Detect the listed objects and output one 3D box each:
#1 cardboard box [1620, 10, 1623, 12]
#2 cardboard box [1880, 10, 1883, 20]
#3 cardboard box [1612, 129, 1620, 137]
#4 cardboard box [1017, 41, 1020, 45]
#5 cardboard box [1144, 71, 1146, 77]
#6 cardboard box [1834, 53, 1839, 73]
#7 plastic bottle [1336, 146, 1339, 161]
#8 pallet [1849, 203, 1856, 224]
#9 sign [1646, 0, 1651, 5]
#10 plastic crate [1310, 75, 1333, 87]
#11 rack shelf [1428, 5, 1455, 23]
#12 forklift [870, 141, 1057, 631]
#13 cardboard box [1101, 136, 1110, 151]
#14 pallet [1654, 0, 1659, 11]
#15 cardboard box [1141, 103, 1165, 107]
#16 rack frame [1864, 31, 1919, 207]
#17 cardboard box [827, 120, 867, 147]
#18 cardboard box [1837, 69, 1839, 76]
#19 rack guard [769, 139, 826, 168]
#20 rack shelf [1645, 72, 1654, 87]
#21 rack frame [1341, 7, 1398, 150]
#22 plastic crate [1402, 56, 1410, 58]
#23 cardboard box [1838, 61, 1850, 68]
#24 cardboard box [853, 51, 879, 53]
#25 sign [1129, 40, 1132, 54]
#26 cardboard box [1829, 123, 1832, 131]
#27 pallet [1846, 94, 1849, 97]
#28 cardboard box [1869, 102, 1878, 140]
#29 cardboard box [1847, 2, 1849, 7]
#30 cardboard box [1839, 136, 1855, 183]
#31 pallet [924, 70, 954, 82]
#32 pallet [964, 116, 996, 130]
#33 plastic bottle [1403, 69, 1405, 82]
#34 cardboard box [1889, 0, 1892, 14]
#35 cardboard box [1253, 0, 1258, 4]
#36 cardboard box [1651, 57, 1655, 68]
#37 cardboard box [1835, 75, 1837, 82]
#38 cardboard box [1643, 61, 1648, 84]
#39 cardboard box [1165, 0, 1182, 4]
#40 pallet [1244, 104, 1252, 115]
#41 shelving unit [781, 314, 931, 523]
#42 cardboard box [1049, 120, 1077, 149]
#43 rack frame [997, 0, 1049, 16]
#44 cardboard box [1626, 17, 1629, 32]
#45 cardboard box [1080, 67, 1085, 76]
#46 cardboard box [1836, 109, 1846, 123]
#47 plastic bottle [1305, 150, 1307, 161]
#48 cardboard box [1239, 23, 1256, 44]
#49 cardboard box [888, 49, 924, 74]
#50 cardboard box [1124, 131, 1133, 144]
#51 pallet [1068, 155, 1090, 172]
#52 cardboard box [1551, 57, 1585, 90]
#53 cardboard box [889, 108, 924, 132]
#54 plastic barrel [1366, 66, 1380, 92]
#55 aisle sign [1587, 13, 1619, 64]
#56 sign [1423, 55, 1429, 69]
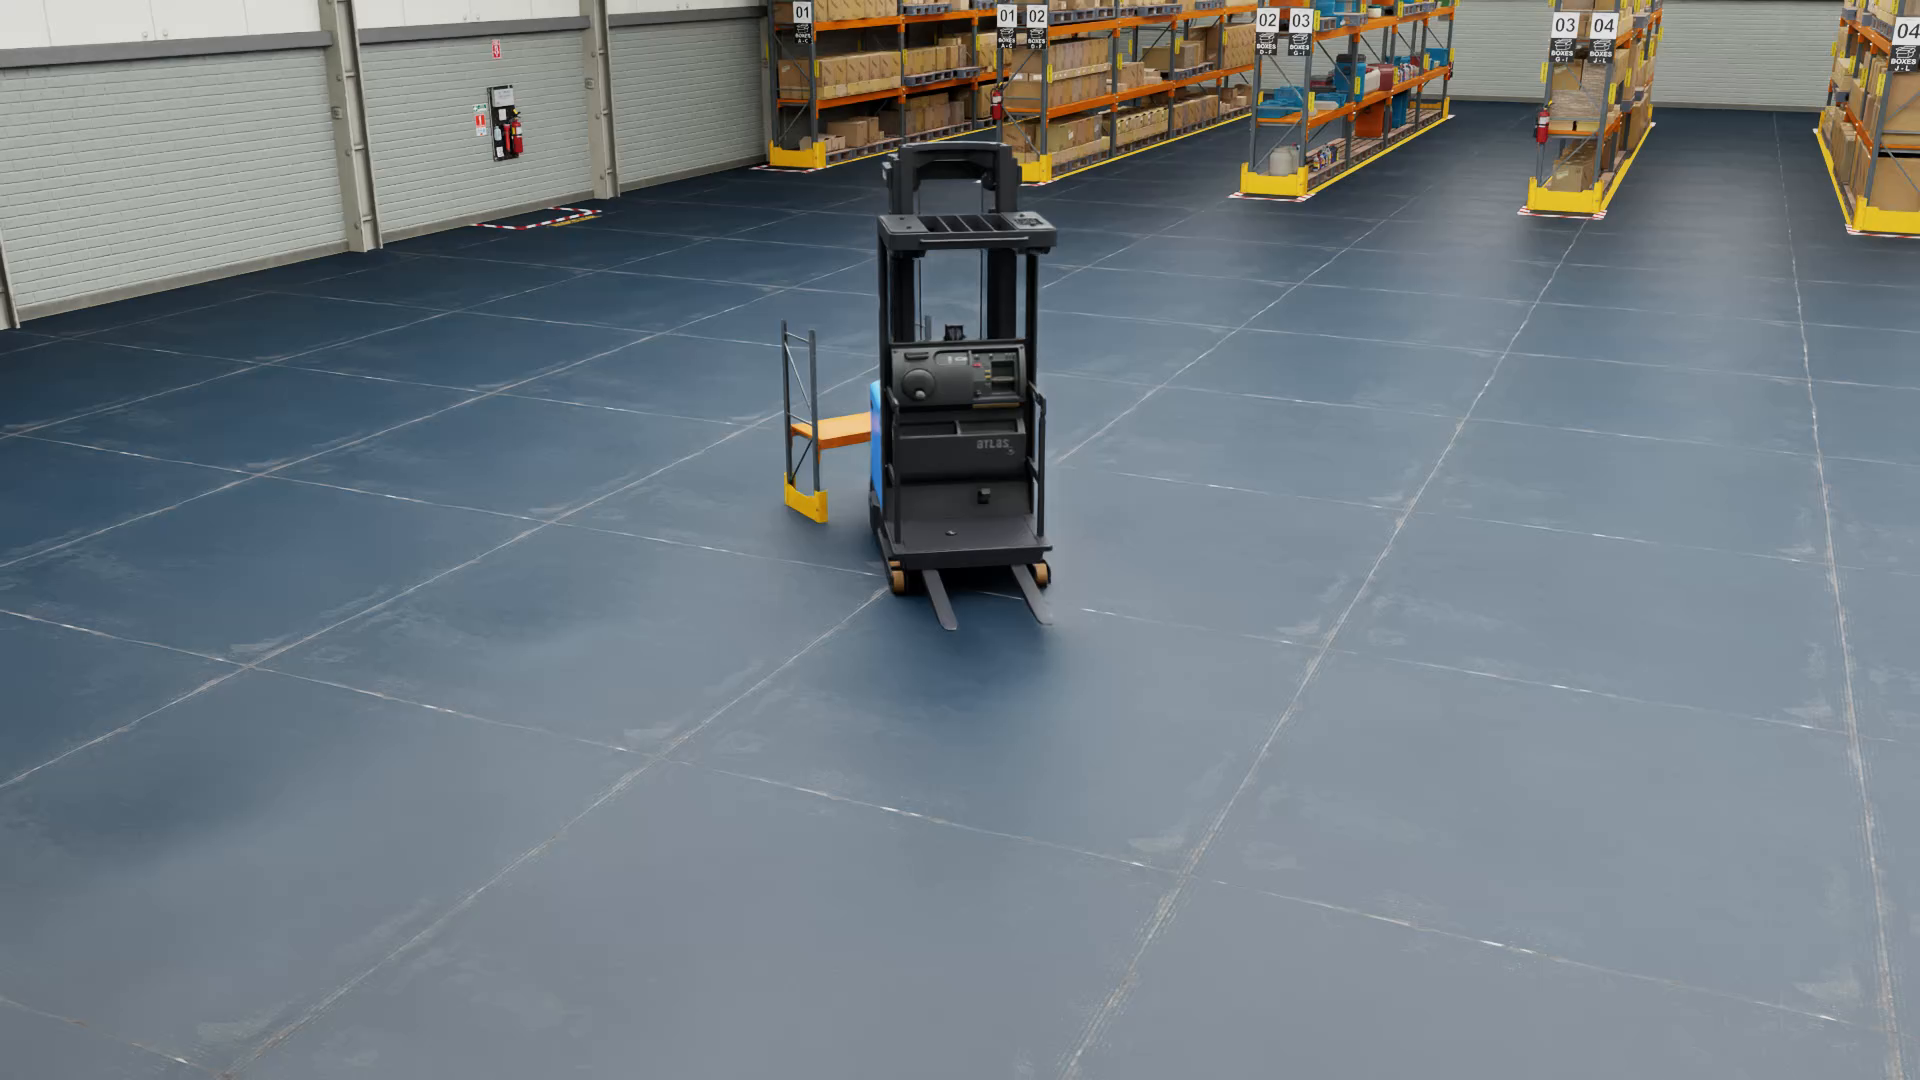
[{"bbox_3d":[10.999,-8.885,28.128,0.380,0.149,0.250,8,21,23],"label":"cardboard box"},{"bbox_3d":[15.562,-8.749,27.717,0.380,0.149,0.250,8,21,22],"label":"cardboard box"},{"bbox_3d":[13.015,-8.091,33.817,0.700,0.500,0.500,7,21,18],"label":"cardboard box"},{"bbox_3d":[1.195,-12.413,42.274,0.500,0.500,0.500,9,21,23],"label":"cardboard box"},{"bbox_3d":[3.907,-10.512,37.683,0.500,0.311,0.500,8,21,22],"label":"cardboard box"},{"bbox_3d":[20.402,-10.947,38.181,0.500,0.500,0.500,9,21,23],"label":"cardboard box"},{"bbox_3d":[7.434,-7.632,32.851,0.061,0.283,0.133,10,22,25],"label":"plastic bottle"},{"bbox_3d":[14.950,-5.225,26.845,1.003,0.211,1.213,9,21,23],"label":"pallet"},{"bbox_3d":[13.981,-11.022,33.737,0.100,0.325,0.005,9,21,23],"label":"sign"},{"bbox_3d":[7.249,-9.117,33.534,0.402,0.464,0.583,9,21,23],"label":"plastic crate"},{"bbox_3d":[11.425,-13.028,41.224,1.077,0.370,4.000,9,21,23],"label":"rack shelf"},{"bbox_3d":[0.026,-1.135,11.287,1.130,2.935,3.031,-3,20,-8],"label":"forklift"},{"bbox_3d":[2.822,-8.309,34.832,0.500,0.250,0.500,9,21,23],"label":"cardboard box"},{"bbox_3d":[15.469,-12.283,38.187,1.003,0.211,1.213,9,21,23],"label":"pallet"},{"bbox_3d":[4.619,-10.148,39.602,0.500,0.500,0.500,9,22,25],"label":"cardboard box"},{"bbox_3d":[14.694,-6.283,25.660,1.000,3.000,0.127,9,21,23],"label":"rack frame"},{"bbox_3d":[-2.402,-8.654,35.401,0.700,0.500,0.500,7,21,19],"label":"cardboard box"},{"bbox_3d":[18.603,-9.793,34.834,0.380,0.149,0.250,9,22,25],"label":"cardboard box"},{"bbox_3d":[-3.316,-7.879,33.878,1.175,0.500,0.348,9,21,23],"label":"rack guard"},{"bbox_3d":[15.943,-10.936,39.815,1.077,0.370,4.000,9,21,23],"label":"rack shelf"},{"bbox_3d":[8.968,-10.120,36.448,1.000,3.000,0.127,9,21,23],"label":"rack frame"},{"bbox_3d":[11.573,-12.283,42.692,0.416,0.233,0.300,9,21,23],"label":"plastic crate"},{"bbox_3d":[18.602,-9.936,34.791,0.380,0.149,0.250,8,21,22],"label":"cardboard box"},{"bbox_3d":[-2.092,-10.434,36.405,0.500,0.500,0.500,8,21,21],"label":"cardboard box"},{"bbox_3d":[3.951,-11.381,38.383,0.100,0.325,0.005,9,21,23],"label":"sign"},{"bbox_3d":[19.546,-9.171,36.963,0.380,0.149,0.250,7,21,20],"label":"cardboard box"},{"bbox_3d":[18.743,-9.249,34.286,1.003,0.211,1.213,9,21,23],"label":"pallet"},{"bbox_3d":[15.010,-6.645,26.453,0.875,0.550,0.550,9,21,23],"label":"cardboard box"},{"bbox_3d":[20.189,-11.939,37.310,0.500,0.250,0.500,8,21,22],"label":"cardboard box"},{"bbox_3d":[16.504,-6.846,29.973,1.050,0.750,0.750,8,21,22],"label":"cardboard box"},{"bbox_3d":[-0.844,-10.778,38.585,1.003,0.211,1.213,9,21,23],"label":"pallet"},{"bbox_3d":[0.321,-10.396,41.386,1.003,0.211,1.213,9,21,23],"label":"pallet"},{"bbox_3d":[10.180,-10.668,38.164,0.061,0.283,0.133,9,21,23],"label":"plastic bottle"},{"bbox_3d":[14.845,-8.352,26.004,0.500,0.250,0.500,9,21,23],"label":"cardboard box"},{"bbox_3d":[7.542,-14.244,43.793,0.500,0.250,0.500,9,21,23],"label":"cardboard box"},{"bbox_3d":[16.598,-11.616,40.434,0.500,0.250,0.500,8,21,22],"label":"cardboard box"},{"bbox_3d":[18.709,-9.736,35.116,0.380,0.149,0.250,9,21,23],"label":"cardboard box"},{"bbox_3d":[15.182,-10.530,37.451,0.500,0.500,0.500,9,21,23],"label":"cardboard box"},{"bbox_3d":[4.598,-12.399,38.231,0.910,0.500,0.500,9,21,23],"label":"cardboard box"},{"bbox_3d":[7.369,-11.665,44.956,1.003,0.211,1.213,9,21,23],"label":"pallet"},{"bbox_3d":[-0.792,-1.016,13.087,1.083,1.500,0.587,-12,23,-31],"label":"shelving unit"},{"bbox_3d":[1.993,-8.052,32.991,0.500,0.500,0.500,9,21,23],"label":"cardboard box"},{"bbox_3d":[1.174,-11.182,30.481,1.000,3.000,0.127,9,21,23],"label":"rack frame"},{"bbox_3d":[11.473,-9.070,29.244,0.500,0.250,0.500,8,21,22],"label":"cardboard box"},{"bbox_3d":[2.269,-9.349,33.162,0.380,0.149,0.250,9,22,24],"label":"cardboard box"},{"bbox_3d":[18.849,-8.972,35.206,0.500,0.250,0.500,9,22,24],"label":"cardboard box"},{"bbox_3d":[6.752,-7.647,32.791,0.144,0.351,0.185,9,21,23],"label":"plastic bottle"},{"bbox_3d":[7.589,-13.436,44.132,0.500,0.500,0.500,9,22,24],"label":"cardboard box"},{"bbox_3d":[-1.234,-10.832,37.644,0.700,0.500,0.500,11,22,28],"label":"cardboard box"},{"bbox_3d":[3.414,-8.726,36.005,0.500,0.250,0.500,9,22,24],"label":"cardboard box"},{"bbox_3d":[1.950,-7.653,33.672,1.003,0.211,1.213,9,21,23],"label":"pallet"},{"bbox_3d":[10.210,-7.855,27.995,0.500,0.500,0.500,9,21,23],"label":"cardboard box"},{"bbox_3d":[-1.257,-9.678,38.280,0.700,0.500,0.500,8,21,22],"label":"cardboard box"},{"bbox_3d":[8.741,-9.829,35.463,0.421,0.512,0.421,0,20,0],"label":"plastic barrel"},{"bbox_3d":[10.459,-8.160,27.056,0.394,0.787,0.004,9,21,23],"label":"aisle sign"},{"bbox_3d":[11.107,-11.397,39.626,0.100,0.325,0.005,9,21,23],"label":"sign"}]
